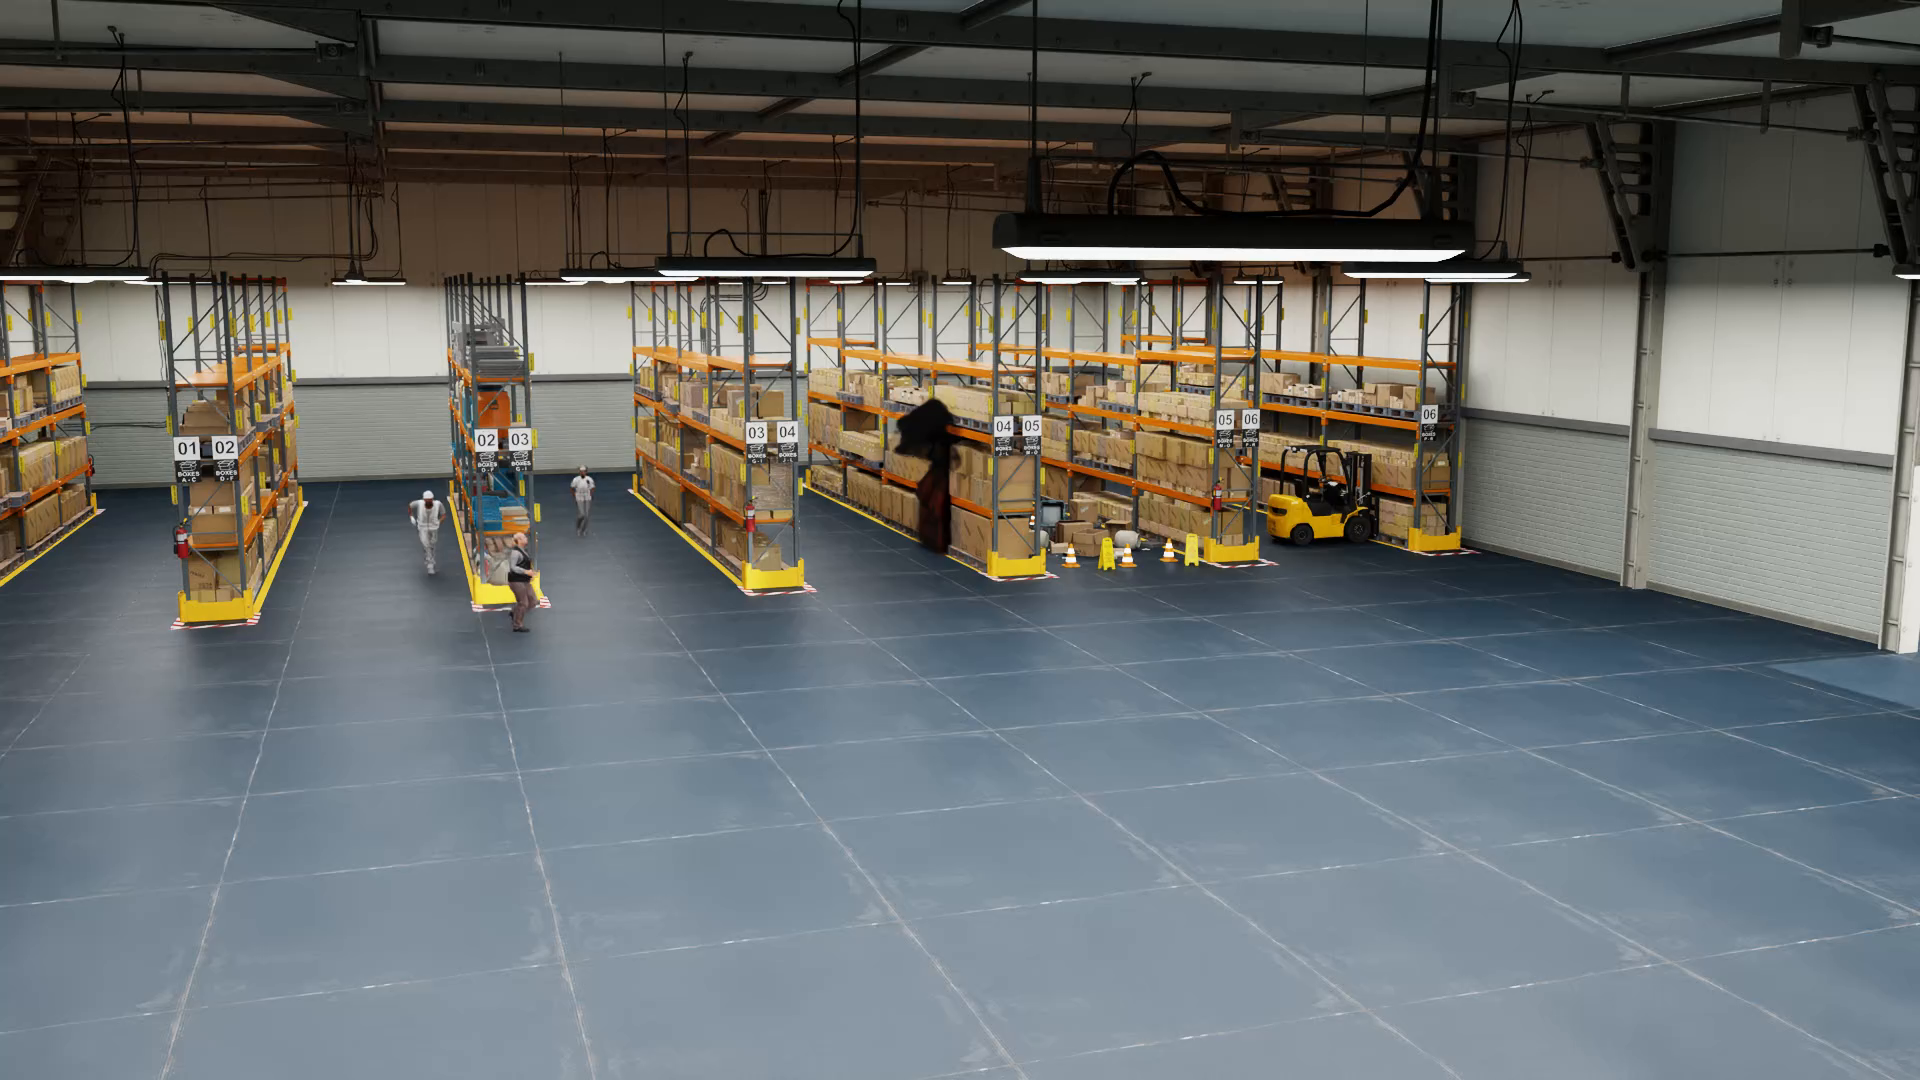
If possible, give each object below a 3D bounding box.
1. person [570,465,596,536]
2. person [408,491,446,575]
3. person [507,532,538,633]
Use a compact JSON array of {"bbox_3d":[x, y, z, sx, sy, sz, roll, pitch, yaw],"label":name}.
[{"bbox_3d":[-8.717,-0.912,38.573,0.561,1.668,0.573,-4,9,-23],"label":"person"},{"bbox_3d":[-10.827,-0.181,33.852,0.729,1.732,1.054,-3,9,-20],"label":"person"},{"bbox_3d":[-7.325,0.713,27.819,0.605,1.691,0.648,1,9,4],"label":"person"}]
